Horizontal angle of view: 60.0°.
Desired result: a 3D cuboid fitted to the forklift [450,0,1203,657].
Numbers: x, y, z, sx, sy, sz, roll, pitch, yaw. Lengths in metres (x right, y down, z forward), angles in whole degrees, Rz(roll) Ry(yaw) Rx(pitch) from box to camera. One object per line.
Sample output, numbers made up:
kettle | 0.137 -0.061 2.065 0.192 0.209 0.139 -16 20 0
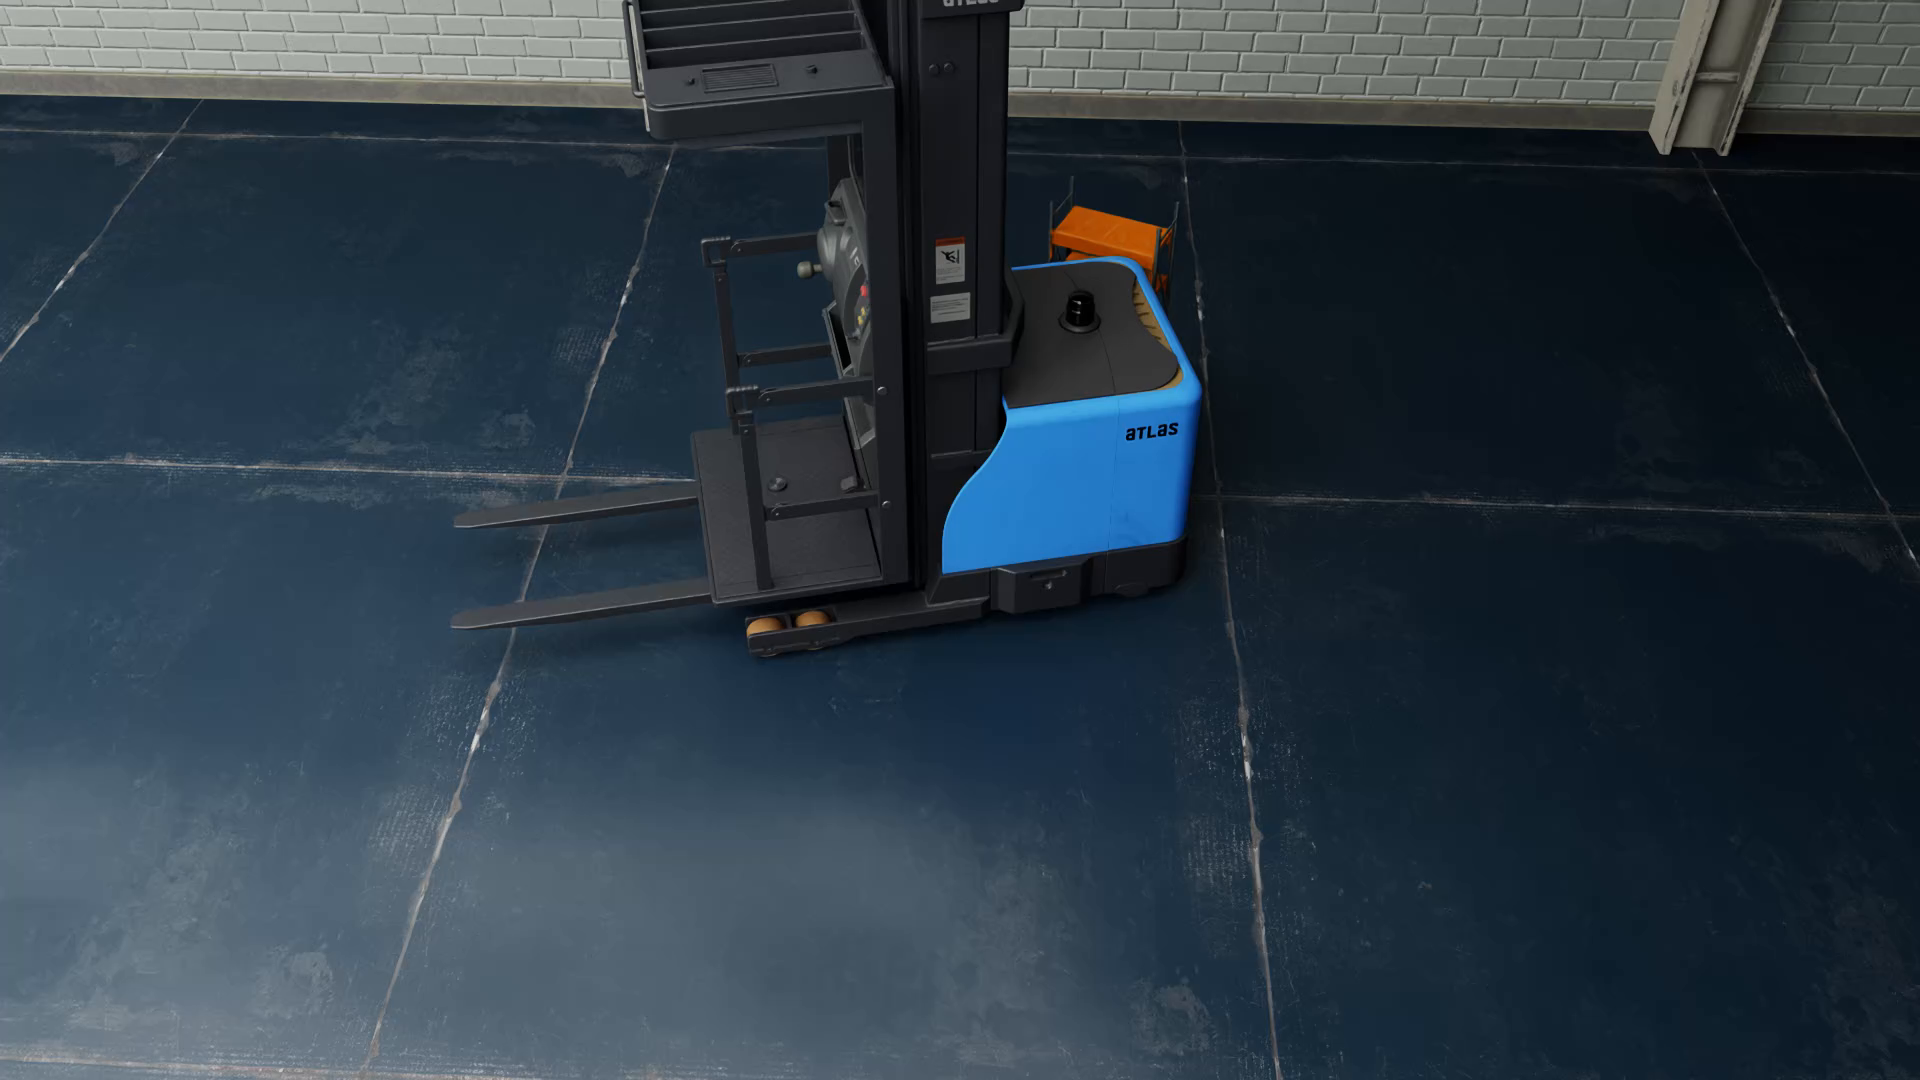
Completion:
forklift | -0.615 -0.987 6.245 3.031 2.935 1.130 -8 44 -8

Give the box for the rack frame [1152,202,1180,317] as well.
rack frame | 0.883 -0.936 7.459 0.015 1.200 0.240 18 46 19

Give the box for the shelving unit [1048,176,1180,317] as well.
shelving unit | 0.664 -1.009 7.537 0.503 1.200 0.258 18 46 19

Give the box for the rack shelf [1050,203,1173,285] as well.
rack shelf | 0.665 -1.297 7.270 0.480 0.148 0.258 18 46 19

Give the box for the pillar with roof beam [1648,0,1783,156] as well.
pillar with roof beam | 4.126 -2.726 3.660 0.400 9.000 9.100 2 43 2

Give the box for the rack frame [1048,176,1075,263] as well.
rack frame | 0.444 -1.081 7.615 0.015 1.200 0.240 18 46 19

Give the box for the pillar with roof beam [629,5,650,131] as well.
pillar with roof beam | -1.868 -2.911 3.858 0.400 9.000 9.100 2 43 2

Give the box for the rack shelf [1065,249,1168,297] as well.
rack shelf | 0.664 -1.123 7.431 0.480 0.148 0.258 18 46 19
